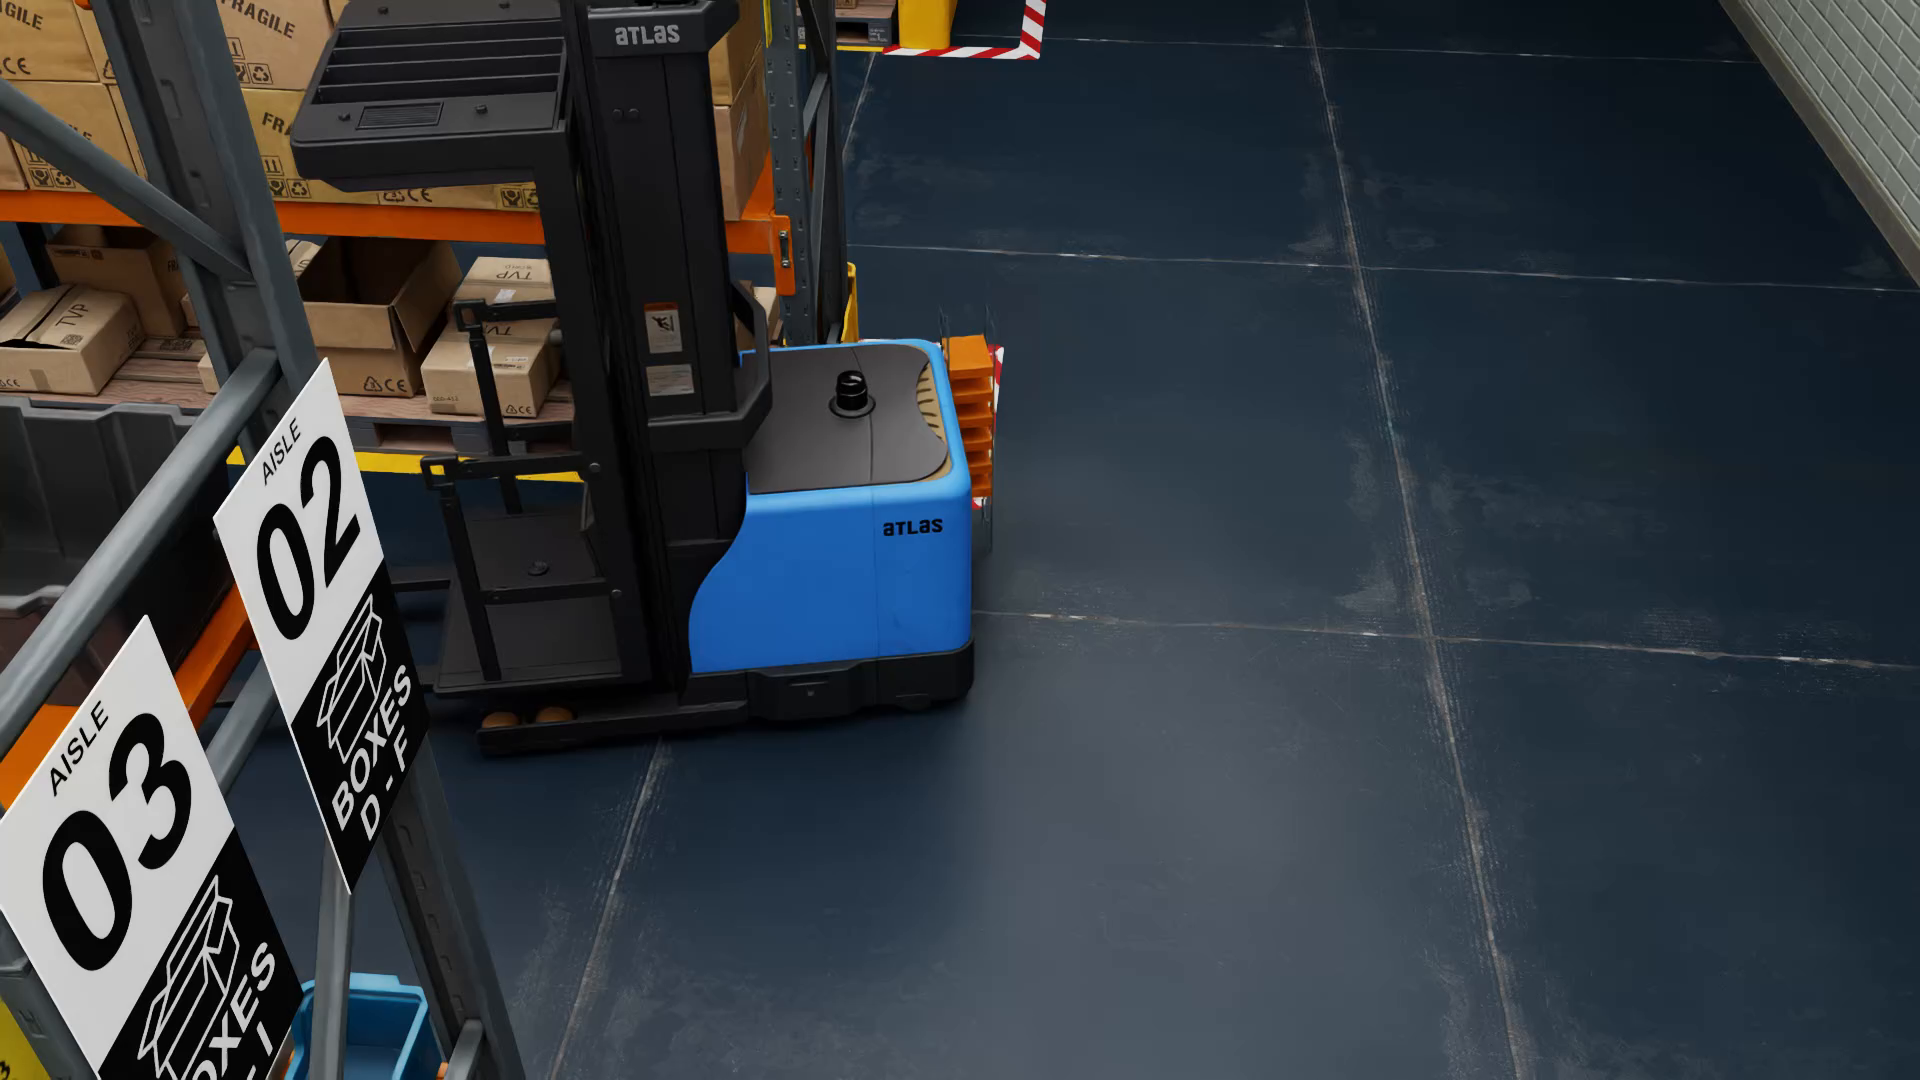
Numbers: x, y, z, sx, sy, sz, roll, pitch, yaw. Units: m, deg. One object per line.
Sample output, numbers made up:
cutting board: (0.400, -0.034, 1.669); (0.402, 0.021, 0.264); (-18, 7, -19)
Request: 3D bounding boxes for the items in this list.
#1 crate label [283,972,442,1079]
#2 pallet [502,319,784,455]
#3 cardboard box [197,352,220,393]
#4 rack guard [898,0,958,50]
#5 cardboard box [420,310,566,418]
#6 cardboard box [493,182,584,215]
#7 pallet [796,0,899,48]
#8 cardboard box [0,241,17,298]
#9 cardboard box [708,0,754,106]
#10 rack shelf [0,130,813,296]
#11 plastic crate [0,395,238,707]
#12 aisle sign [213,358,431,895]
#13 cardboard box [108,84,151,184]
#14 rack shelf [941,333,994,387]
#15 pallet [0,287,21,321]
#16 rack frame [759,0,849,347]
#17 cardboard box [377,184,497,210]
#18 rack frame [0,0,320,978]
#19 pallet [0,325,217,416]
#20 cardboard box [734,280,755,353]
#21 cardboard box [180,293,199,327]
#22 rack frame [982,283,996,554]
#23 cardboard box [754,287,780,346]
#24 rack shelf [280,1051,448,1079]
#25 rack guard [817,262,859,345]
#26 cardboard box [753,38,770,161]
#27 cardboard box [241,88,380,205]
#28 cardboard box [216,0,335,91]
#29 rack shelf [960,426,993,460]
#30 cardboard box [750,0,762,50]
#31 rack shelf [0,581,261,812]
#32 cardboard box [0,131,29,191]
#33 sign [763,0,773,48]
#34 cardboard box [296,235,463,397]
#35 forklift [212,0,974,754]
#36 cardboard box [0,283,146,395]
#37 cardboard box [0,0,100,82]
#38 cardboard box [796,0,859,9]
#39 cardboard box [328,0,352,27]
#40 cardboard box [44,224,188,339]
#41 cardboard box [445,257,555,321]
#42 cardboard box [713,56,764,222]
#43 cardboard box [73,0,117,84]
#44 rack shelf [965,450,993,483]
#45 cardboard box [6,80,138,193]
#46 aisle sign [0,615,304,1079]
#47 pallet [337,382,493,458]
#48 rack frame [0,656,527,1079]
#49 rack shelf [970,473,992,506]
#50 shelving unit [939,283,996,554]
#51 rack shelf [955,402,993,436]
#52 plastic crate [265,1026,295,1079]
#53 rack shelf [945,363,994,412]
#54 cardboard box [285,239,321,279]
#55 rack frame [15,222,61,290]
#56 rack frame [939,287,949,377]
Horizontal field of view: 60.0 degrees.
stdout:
crate label: (-1.297, 1.164, 3.529); (0.303, 0.233, 0.416); (3, 39, 4)
pallet: (-1.518, -0.738, 7.989); (1.213, 0.211, 1.003); (3, 39, 4)
cardboard box: (-3.371, -0.862, 7.829); (0.250, 0.166, 0.380); (3, 39, 4)
rack guard: (-0.201, -3.917, 11.666); (0.348, 0.500, 1.175); (3, 39, 4)
cardboard box: (-2.155, -0.822, 7.713); (0.500, 0.250, 0.500); (3, 39, 4)
cardboard box: (-1.635, -1.690, 6.871); (0.500, 0.500, 0.500); (3, 39, 4)
pallet: (-1.028, -3.801, 11.752); (1.213, 0.211, 1.003); (3, 39, 4)
cardboard box: (-5.094, -1.371, 8.190); (0.500, 0.500, 0.500); (1, 39, 2)
cardboard box: (-1.116, -2.050, 6.521); (0.500, 0.500, 0.500); (3, 39, 3)
rack shelf: (-2.641, -1.602, 7.412); (4.000, 0.370, 1.077); (3, 39, 4)
plastic crate: (-1.439, 0.034, 2.560); (0.590, 0.269, 0.497); (3, 39, 4)
aisle sign: (-0.982, 0.152, 2.628); (0.004, 0.787, 0.394); (3, 39, 4)
cardboard box: (-3.141, -1.775, 6.976); (0.500, 0.500, 0.500); (3, 39, 4)
rack shelf: (0.027, -0.717, 6.680); (0.180, 0.103, 0.258); (-6, 39, -7)
pallet: (-5.447, -0.929, 8.224); (1.213, 0.211, 1.003); (3, 39, 4)
rack frame: (-0.648, -1.772, 7.051); (0.127, 3.000, 1.000); (3, 39, 4)
cardboard box: (-2.132, -1.721, 6.909); (0.500, 0.500, 0.500); (3, 39, 4)
rack frame: (-1.079, -0.984, 1.330); (0.127, 3.000, 1.000); (3, 39, 4)
pallet: (-3.949, -0.870, 8.152); (1.213, 0.211, 1.003); (3, 39, 4)
cardboard box: (-1.211, -0.848, 7.547); (0.500, 0.500, 0.500); (3, 39, 4)
cardboard box: (-3.663, -1.220, 8.282); (0.250, 0.149, 0.380); (3, 39, 4)
rack frame: (0.117, -0.481, 6.890); (0.006, 1.200, 0.240); (-6, 39, -7)
cardboard box: (-1.036, -1.076, 8.106); (0.250, 0.149, 0.380); (3, 39, 4)
rack shelf: (-3.072, 1.513, 3.585); (4.000, 0.370, 1.077); (3, 39, 4)
rack guard: (-0.724, -0.807, 7.845); (0.348, 0.500, 1.175); (3, 39, 4)
cardboard box: (-1.068, -2.001, 7.253); (0.500, 0.500, 0.500); (4, 39, 5)
cardboard box: (-2.634, -1.748, 6.943); (0.500, 0.500, 0.500); (3, 39, 3)
cardboard box: (-2.648, -2.130, 6.620); (0.500, 0.500, 0.500); (4, 39, 5)
rack shelf: (0.027, -0.437, 6.907); (0.180, 0.103, 0.258); (-6, 39, -7)
cardboard box: (-1.068, -2.389, 6.937); (0.500, 0.500, 0.500); (4, 39, 5)
rack shelf: (-3.072, 0.350, 2.638); (4.000, 0.370, 1.077); (3, 39, 4)
cardboard box: (-4.149, -1.830, 7.043); (0.500, 0.500, 0.500); (4, 39, 5)
sign: (-0.716, -1.996, 6.158); (0.005, 0.325, 0.100); (3, 39, 4)
cardboard box: (-2.761, -1.093, 7.846); (0.637, 0.503, 0.797); (3, 39, 4)
forklift: (-1.503, -0.685, 5.770); (3.031, 2.935, 1.130); (-5, 39, -6)
cardboard box: (-4.234, -0.959, 7.833); (0.500, 0.311, 0.500); (3, 39, 4)
cardboard box: (-3.674, -2.186, 6.688); (0.500, 0.500, 0.500); (2, 39, 2)
cardboard box: (-0.931, -4.057, 11.505); (0.500, 0.500, 0.700); (3, 39, 4)
cardboard box: (-2.136, -2.102, 6.585); (0.500, 0.500, 0.500); (4, 39, 5)
cardboard box: (-4.041, -1.339, 8.150); (0.500, 0.500, 0.500); (3, 39, 4)
cardboard box: (-2.162, -1.139, 8.103); (0.500, 0.250, 0.500); (3, 39, 4)
cardboard box: (-1.118, -1.664, 6.839); (0.500, 0.500, 0.500); (4, 39, 5)
cardboard box: (-3.162, -2.158, 6.654); (0.500, 0.500, 0.500); (2, 39, 3)
rack shelf: (0.027, -0.344, 6.983); (0.180, 0.103, 0.258); (-6, 39, -7)
cardboard box: (-3.639, -1.804, 7.011); (0.500, 0.500, 0.500); (4, 39, 5)
aisle sign: (-1.033, 0.523, 2.172); (0.004, 0.787, 0.394); (3, 39, 4)
pallet: (-2.731, -0.806, 8.073); (1.213, 0.211, 1.003); (3, 39, 4)
rack frame: (-1.079, 1.343, 3.224); (0.127, 3.000, 1.000); (3, 39, 4)
rack shelf: (0.027, -0.251, 7.058); (0.180, 0.103, 0.258); (-6, 39, -7)
shelving unit: (0.027, -0.472, 6.879); (0.189, 1.200, 0.258); (-6, 39, -7)
rack shelf: (0.027, -0.531, 6.831); (0.180, 0.103, 0.258); (-6, 39, -7)
plastic crate: (-1.609, 1.132, 3.645); (0.298, 0.136, 0.250); (3, 39, 4)
rack shelf: (0.027, -0.624, 6.756); (0.180, 0.103, 0.258); (-6, 39, -7)
cardboard box: (-3.294, -1.224, 8.160); (0.500, 0.311, 0.500); (3, 39, 4)
rack frame: (-4.633, -1.990, 7.319); (0.127, 3.000, 1.000); (3, 39, 4)
rack frame: (-0.063, -0.463, 6.868); (0.006, 1.200, 0.240); (-6, 39, -7)
